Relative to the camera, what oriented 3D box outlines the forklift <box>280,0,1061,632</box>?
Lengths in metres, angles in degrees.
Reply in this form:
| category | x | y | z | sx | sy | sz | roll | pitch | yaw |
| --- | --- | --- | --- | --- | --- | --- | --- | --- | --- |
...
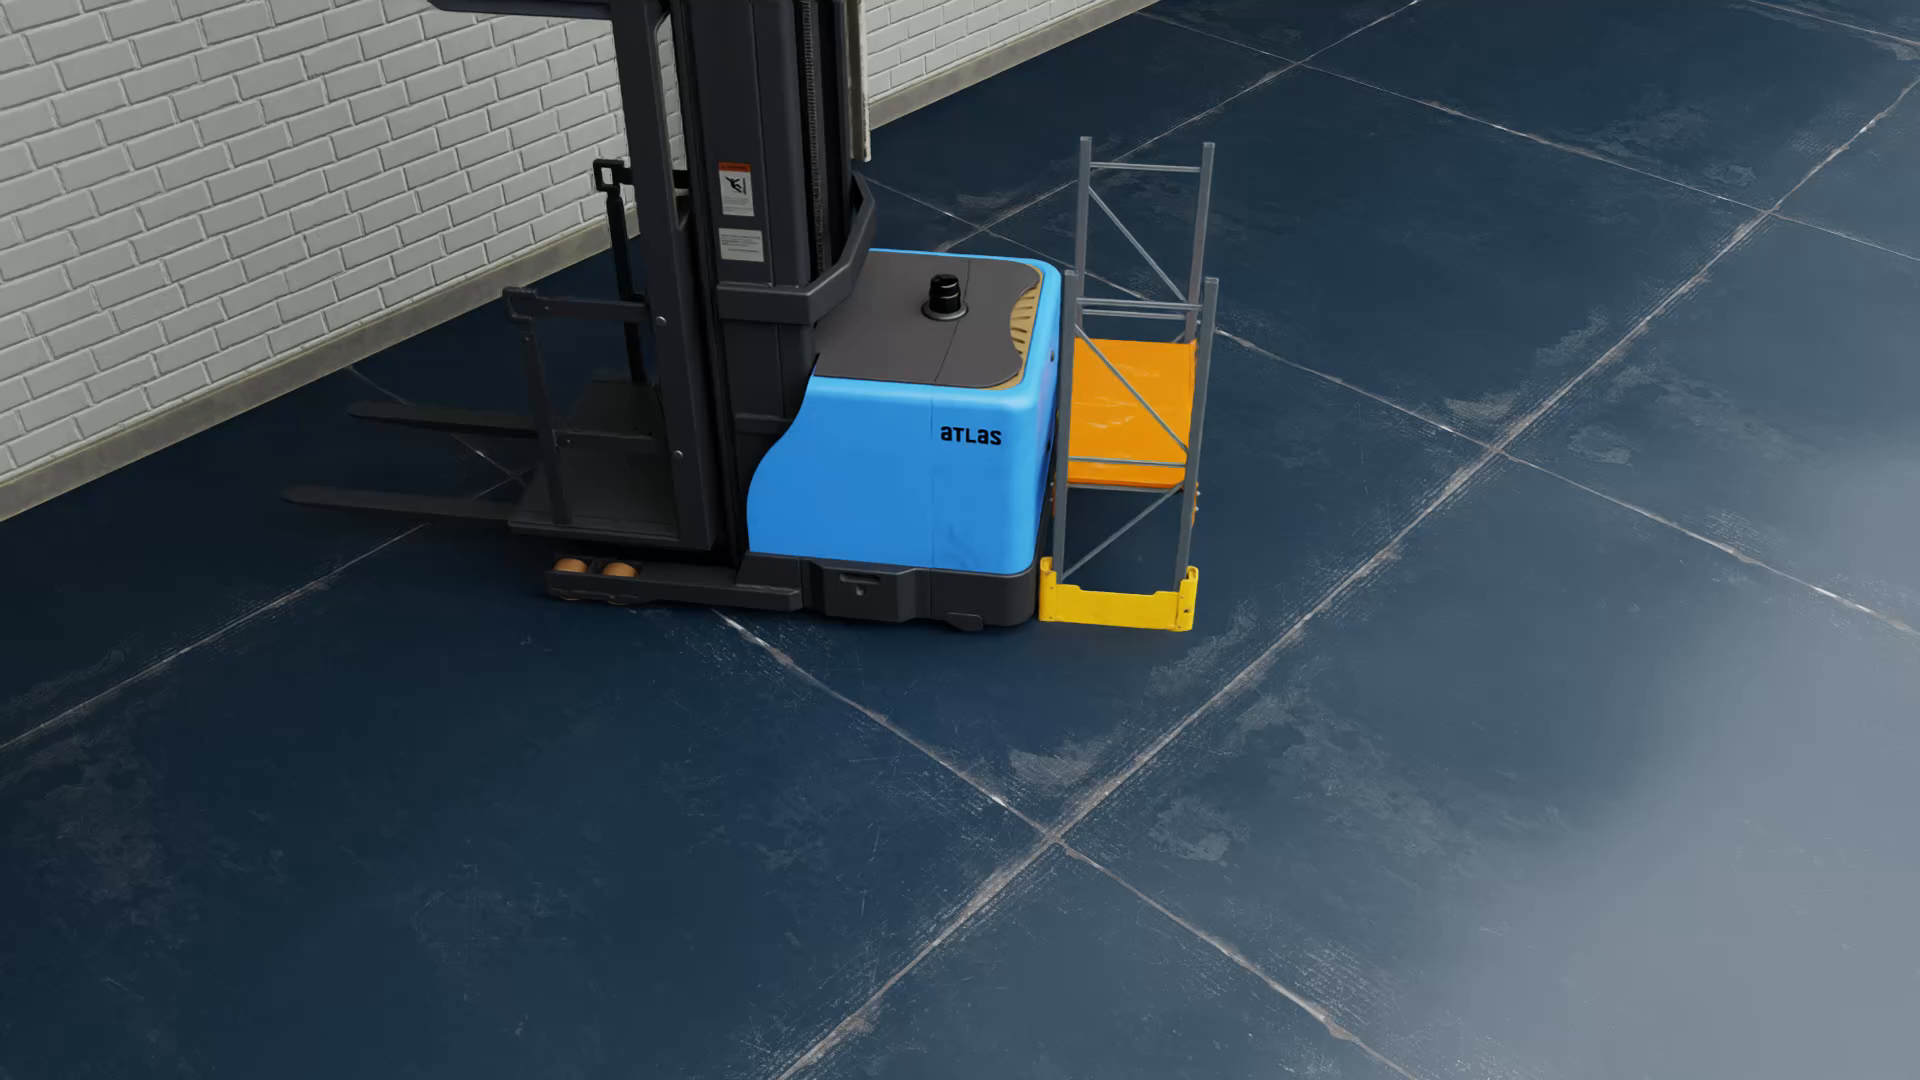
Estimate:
| category | x | y | z | sx | sy | sz | roll | pitch | yaw |
| --- | --- | --- | --- | --- | --- | --- | --- | --- | --- |
| forklift | -1.160 | -1.215 | 5.922 | 3.031 | 2.935 | 1.130 | 5 | 39 | 6 |

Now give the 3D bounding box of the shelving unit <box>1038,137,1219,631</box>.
| category | x | y | z | sx | sy | sz | roll | pitch | yaw |
| --- | --- | --- | --- | --- | --- | --- | --- | --- | --- |
| shelving unit | 0.646 | -0.593 | 6.291 | 0.587 | 1.500 | 1.083 | 4 | 39 | 5 |

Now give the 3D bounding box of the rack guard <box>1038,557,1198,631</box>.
| category | x | y | z | sx | sy | sz | roll | pitch | yaw |
| --- | --- | --- | --- | --- | --- | --- | --- | --- | --- |
| rack guard | 0.594 | 0.204 | 6.292 | 0.587 | 0.250 | 0.087 | 4 | 39 | 5 |

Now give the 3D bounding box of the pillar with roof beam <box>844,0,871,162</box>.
| category | x | y | z | sx | sy | sz | roll | pitch | yaw |
| --- | --- | --- | --- | --- | --- | --- | --- | --- | --- |
| pillar with roof beam | 2.429 | -3.861 | 4.375 | 9.100 | 9.000 | 0.400 | 30 | 47 | 32 |

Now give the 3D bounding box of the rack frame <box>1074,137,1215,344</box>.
| category | x | y | z | sx | sy | sz | roll | pitch | yaw |
| --- | --- | --- | --- | --- | --- | --- | --- | --- | --- |
| rack frame | 0.699 | -0.902 | 6.679 | 0.500 | 1.500 | 0.032 | 4 | 39 | 5 |

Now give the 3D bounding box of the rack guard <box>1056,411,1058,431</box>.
| category | x | y | z | sx | sy | sz | roll | pitch | yaw |
| --- | --- | --- | --- | --- | --- | --- | --- | --- | --- |
| rack guard | 0.699 | -0.412 | 7.067 | 0.587 | 0.250 | 0.087 | 4 | 39 | 5 |

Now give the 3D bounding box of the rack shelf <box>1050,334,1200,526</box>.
| category | x | y | z | sx | sy | sz | roll | pitch | yaw |
| --- | --- | --- | --- | --- | --- | --- | --- | --- | --- |
| rack shelf | 0.645 | -0.447 | 6.396 | 0.538 | 0.185 | 1.000 | 4 | 39 | 5 |

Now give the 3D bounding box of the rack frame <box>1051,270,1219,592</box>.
| category | x | y | z | sx | sy | sz | roll | pitch | yaw |
| --- | --- | --- | --- | --- | --- | --- | --- | --- | --- |
| rack frame | 0.592 | -0.273 | 5.888 | 0.500 | 1.500 | 0.032 | 4 | 39 | 5 |
